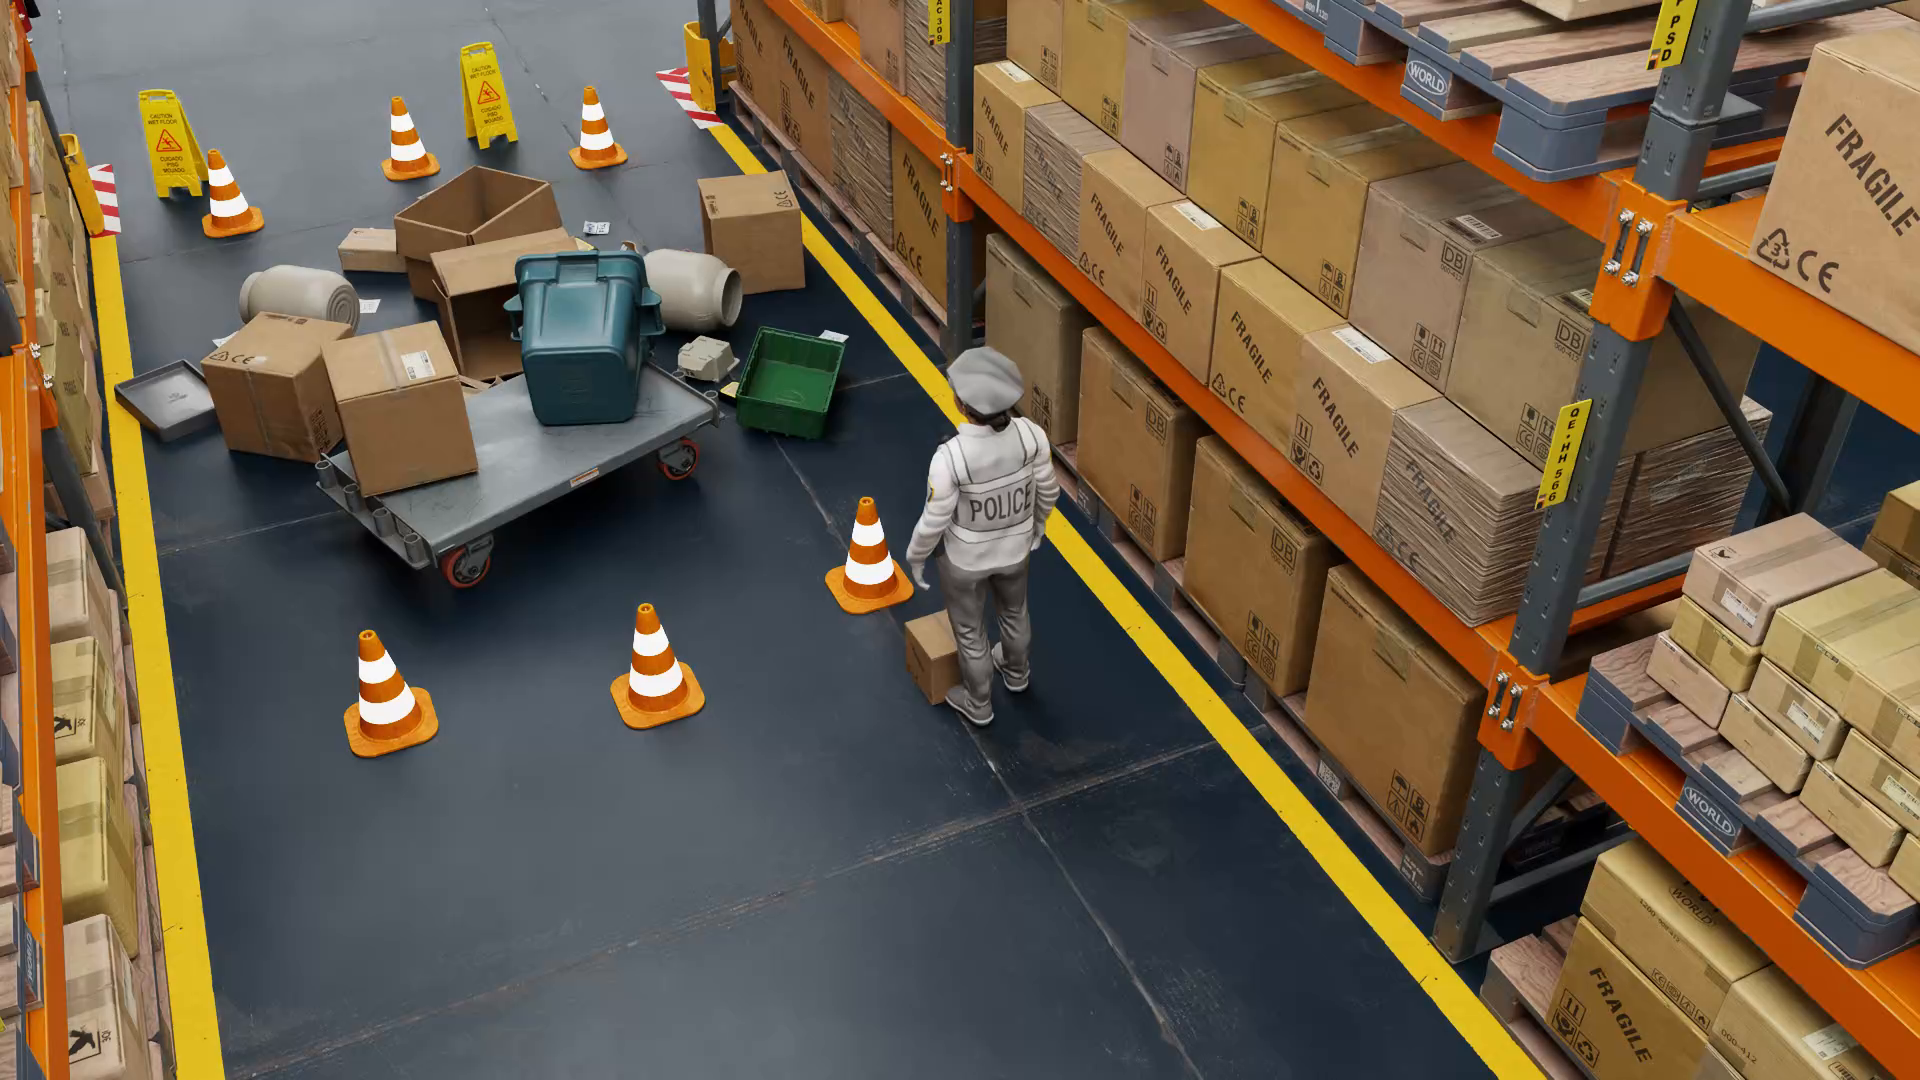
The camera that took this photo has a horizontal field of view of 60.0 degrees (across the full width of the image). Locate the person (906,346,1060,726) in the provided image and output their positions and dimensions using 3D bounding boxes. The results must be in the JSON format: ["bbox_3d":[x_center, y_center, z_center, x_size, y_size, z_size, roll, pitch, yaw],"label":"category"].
[{"bbox_3d":[0.058,-0.010,6.122,0.587,1.694,0.529,-16,40,-20],"label":"person"}]
